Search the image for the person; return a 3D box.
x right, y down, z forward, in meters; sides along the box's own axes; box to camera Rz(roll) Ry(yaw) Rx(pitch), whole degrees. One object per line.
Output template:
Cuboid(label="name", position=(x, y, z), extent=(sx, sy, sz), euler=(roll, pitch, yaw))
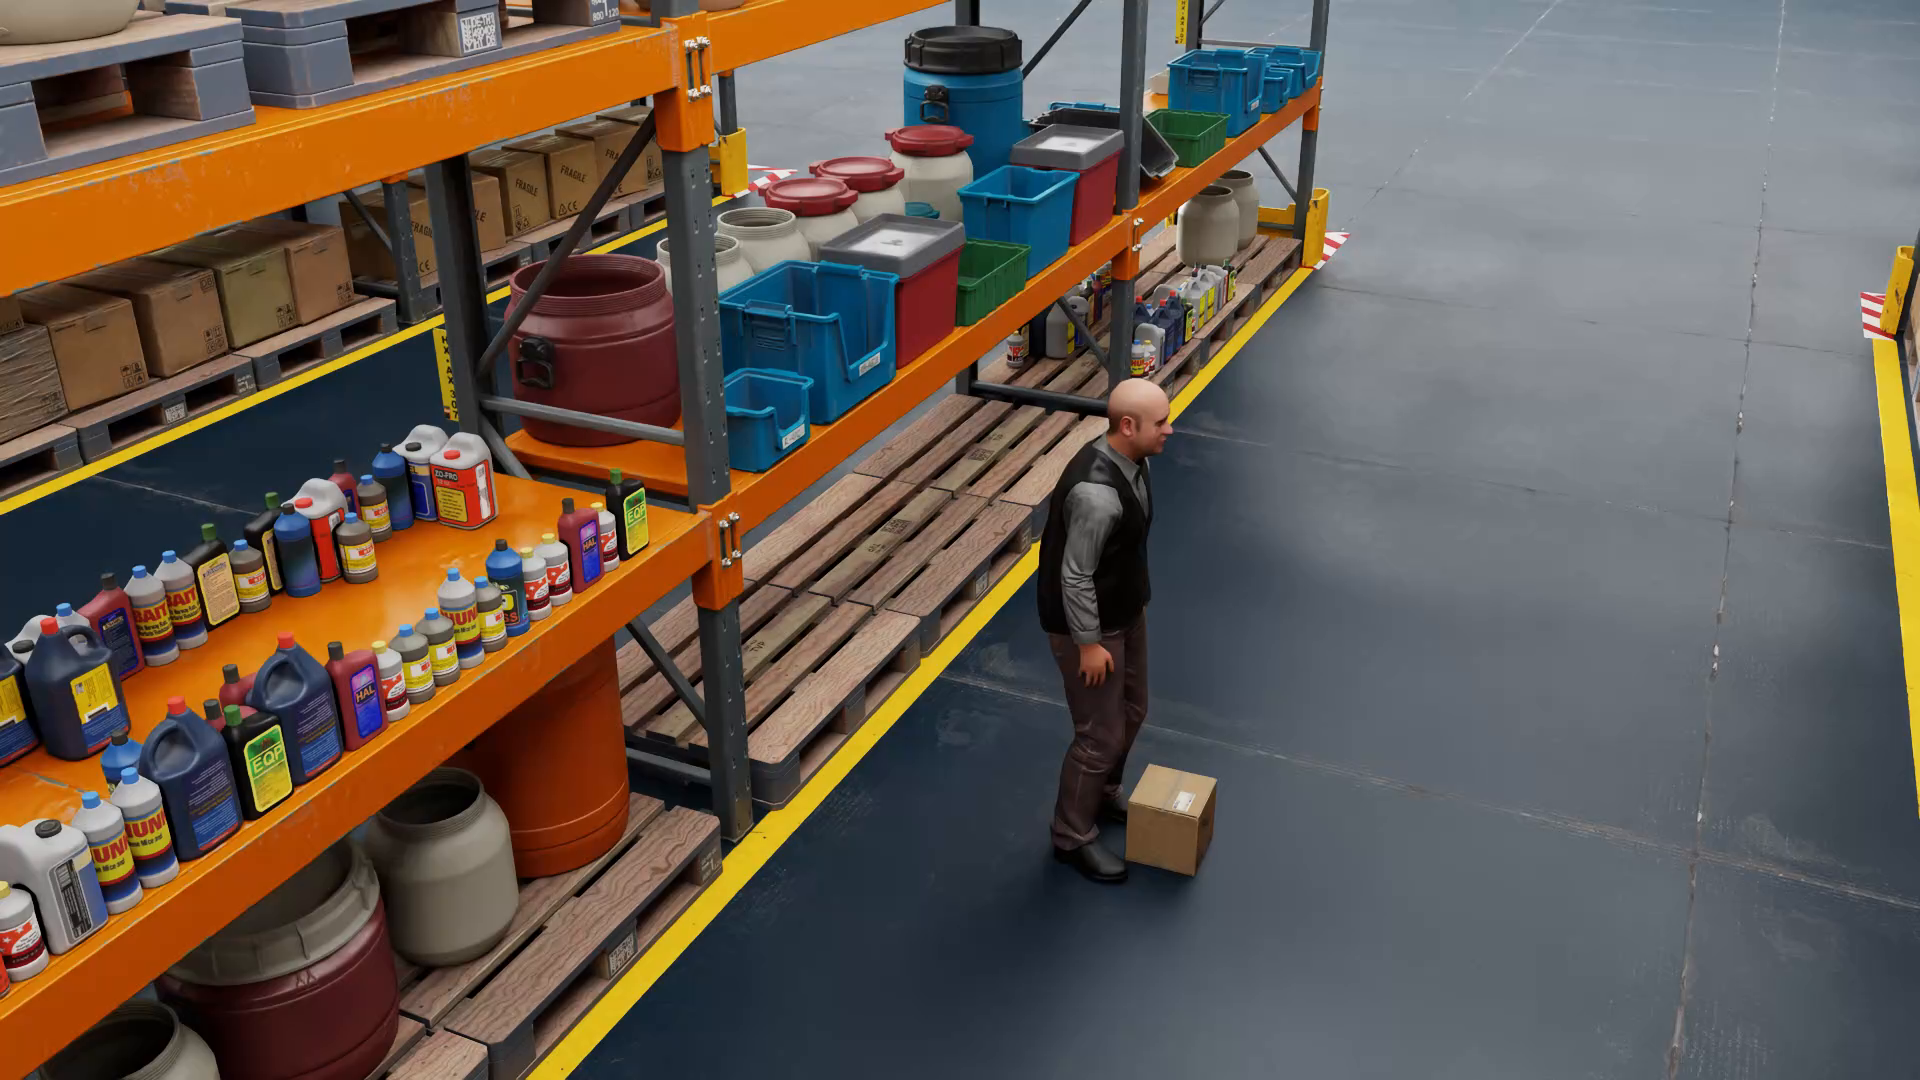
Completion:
Cuboid(label="person", position=(0.475, 0.268, 5.592), extent=(0.420, 1.719, 0.579), euler=(10, 28, 20))
